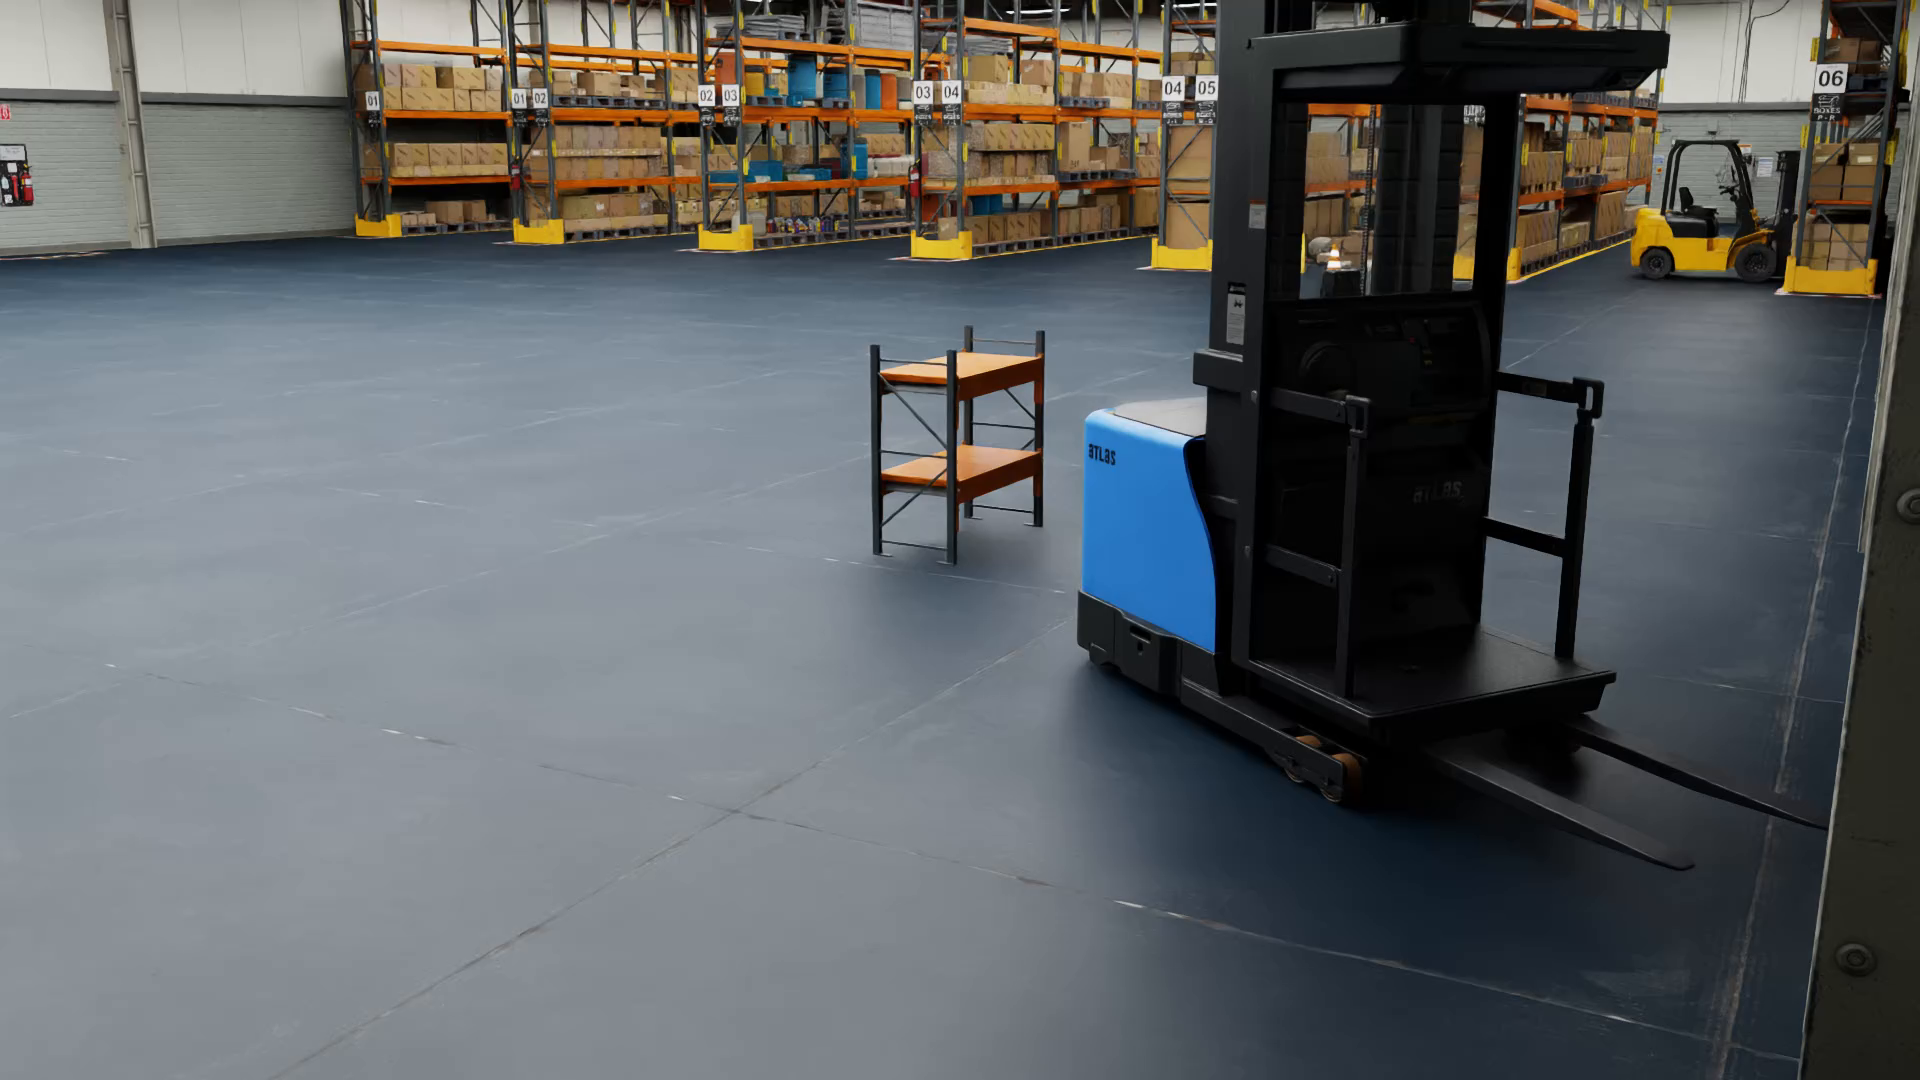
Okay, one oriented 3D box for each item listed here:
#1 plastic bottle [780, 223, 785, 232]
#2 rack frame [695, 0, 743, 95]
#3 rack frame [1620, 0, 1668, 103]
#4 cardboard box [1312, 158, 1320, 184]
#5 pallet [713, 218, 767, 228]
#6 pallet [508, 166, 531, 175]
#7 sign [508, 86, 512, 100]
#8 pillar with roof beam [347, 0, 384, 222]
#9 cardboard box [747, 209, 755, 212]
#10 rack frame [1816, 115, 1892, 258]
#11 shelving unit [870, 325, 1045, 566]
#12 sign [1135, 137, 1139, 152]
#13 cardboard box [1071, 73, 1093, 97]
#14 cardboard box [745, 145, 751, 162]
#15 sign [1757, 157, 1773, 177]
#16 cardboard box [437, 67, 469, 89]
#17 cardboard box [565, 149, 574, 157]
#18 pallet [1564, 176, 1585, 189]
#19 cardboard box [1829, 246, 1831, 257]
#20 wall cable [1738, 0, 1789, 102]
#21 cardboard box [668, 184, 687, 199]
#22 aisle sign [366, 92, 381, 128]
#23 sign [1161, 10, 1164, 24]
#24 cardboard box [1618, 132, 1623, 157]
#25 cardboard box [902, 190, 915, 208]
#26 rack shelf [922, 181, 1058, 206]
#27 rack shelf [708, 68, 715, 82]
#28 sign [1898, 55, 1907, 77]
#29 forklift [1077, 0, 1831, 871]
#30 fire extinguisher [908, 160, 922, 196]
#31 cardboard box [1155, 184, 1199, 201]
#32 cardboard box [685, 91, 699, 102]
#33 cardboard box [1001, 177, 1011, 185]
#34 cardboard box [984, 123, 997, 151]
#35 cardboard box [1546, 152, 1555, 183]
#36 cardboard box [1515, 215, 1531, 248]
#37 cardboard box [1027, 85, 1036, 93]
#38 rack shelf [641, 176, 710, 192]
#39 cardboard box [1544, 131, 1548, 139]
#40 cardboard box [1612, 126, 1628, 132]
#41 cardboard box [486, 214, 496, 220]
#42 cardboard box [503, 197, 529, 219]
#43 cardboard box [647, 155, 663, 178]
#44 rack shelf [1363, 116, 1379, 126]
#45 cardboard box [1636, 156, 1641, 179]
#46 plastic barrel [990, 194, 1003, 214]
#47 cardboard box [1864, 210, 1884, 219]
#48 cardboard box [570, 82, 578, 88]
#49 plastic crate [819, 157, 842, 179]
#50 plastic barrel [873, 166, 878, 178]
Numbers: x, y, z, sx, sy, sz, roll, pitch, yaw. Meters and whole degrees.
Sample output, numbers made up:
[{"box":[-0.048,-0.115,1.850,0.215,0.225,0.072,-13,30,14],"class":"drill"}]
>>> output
[{"box":[-3.799,-6.699,35.648,0.097,0.201,0.097,0,14,0],"class":"plastic bottle"},{"box":[-4.720,-10.229,32.457,1.000,3.000,0.127,7,15,28],"class":"rack frame"},{"box":[16.026,-11.828,39.088,1.000,3.000,0.127,7,15,28],"class":"rack frame"},{"box":[6.820,-7.321,32.983,0.500,0.500,0.500,7,15,28],"class":"cardboard box"},{"box":[-5.619,-7.996,41.944,1.003,0.211,1.213,7,15,28],"class":"pallet"},{"box":[-10.962,-9.303,41.824,1.003,0.211,1.213,7,15,28],"class":"pallet"},{"box":[-10.980,-10.905,40.559,0.100,0.325,0.005,7,15,28],"class":"sign"},{"box":[-10.043,-11.105,36.092,9.100,9.000,0.400,7,15,28],"class":"pillar with roof beam"},{"box":[-5.474,-8.142,41.570,0.500,0.250,0.500,7,15,27],"class":"cardboard box"},{"box":[14.572,-5.888,27.250,1.000,3.000,0.127,7,15,28],"class":"rack frame"},{"box":[0.003,-0.548,9.102,0.538,1.125,1.048,7,15,28],"class":"shelving unit"},{"box":[3.963,-8.857,37.267,0.100,0.325,0.005,7,15,28],"class":"sign"},{"box":[2.318,-9.563,34.979,0.797,0.503,0.637,8,16,30],"class":"cardboard box"},{"box":[-6.614,-11.452,49.689,0.980,0.700,0.700,7,15,25],"class":"cardboard box"},{"box":[21.032,-9.743,43.445,0.329,0.494,0.001,7,15,28],"class":"sign"},{"box":[-11.963,-10.903,39.263,0.500,0.500,0.500,7,15,26],"class":"cardboard box"},{"box":[-8.551,-8.349,35.862,0.380,0.149,0.250,7,15,27],"class":"cardboard box"},{"box":[10.722,-6.496,30.184,1.003,0.211,1.213,7,15,28],"class":"pallet"},{"box":[12.852,-4.414,25.043,0.500,0.250,0.500,7,15,27],"class":"cardboard box"},{"box":[21.606,-12.636,42.360,2.988,3.039,0.133,7,15,28],"class":"wall cable"},{"box":[-8.219,-9.725,46.859,0.750,0.750,0.750,8,16,30],"class":"cardboard box"},{"box":[-13.164,-9.650,37.309,0.394,0.787,0.004,7,15,28],"class":"aisle sign"},{"box":[4.943,-12.729,40.495,0.100,0.325,0.005,7,15,28],"class":"sign"},{"box":[13.590,-8.296,34.894,0.500,0.500,0.500,8,16,30],"class":"cardboard box"},{"box":[-1.367,-10.016,48.770,0.500,0.500,0.500,7,15,28],"class":"cardboard box"},{"box":[0.583,-6.812,32.619,1.077,0.370,4.000,7,15,28],"class":"rack shelf"},{"box":[-6.624,-13.680,49.158,1.077,0.370,4.000,7,15,28],"class":"rack shelf"},{"box":[15.058,-7.573,26.569,0.100,0.325,0.005,7,15,28],"class":"sign"},{"box":[1.602,-0.661,5.717,1.130,2.935,3.031,-7,15,-25],"class":"forklift"},{"box":[-0.843,-6.742,30.961,0.296,0.674,0.183,7,15,28],"class":"fire extinguisher"},{"box":[5.125,-8.251,40.690,1.225,0.875,0.875,7,15,28],"class":"cardboard box"},{"box":[-6.551,-10.523,39.500,0.500,0.250,0.500,6,15,23],"class":"cardboard box"},{"box":[0.772,-6.957,32.223,0.380,0.149,0.250,7,15,28],"class":"cardboard box"},{"box":[0.368,-7.614,31.431,0.500,0.500,0.500,7,15,28],"class":"cardboard box"},{"box":[9.738,-6.310,28.153,0.500,0.500,0.500,8,16,30],"class":"cardboard box"},{"box":[8.934,-5.000,26.937,0.500,0.500,0.500,7,15,26],"class":"cardboard box"},{"box":[1.280,-8.886,32.758,0.380,0.149,0.250,7,15,26],"class":"cardboard box"},{"box":[-6.154,-8.756,40.681,1.077,0.370,4.000,7,15,28],"class":"rack shelf"},{"box":[10.572,-7.425,30.499,0.380,0.149,0.250,7,15,26],"class":"cardboard box"},{"box":[14.472,-8.976,36.329,0.380,0.149,0.250,7,15,27],"class":"cardboard box"},{"box":[-11.691,-7.979,41.031,0.380,0.166,0.250,5,15,21],"class":"cardboard box"},{"box":[-11.117,-8.407,42.096,0.700,0.500,0.500,8,16,30],"class":"cardboard box"},{"box":[-7.329,-8.652,38.503,0.700,0.500,0.500,7,15,27],"class":"cardboard box"},{"box":[10.677,-10.149,40.062,1.077,0.370,4.000,7,15,28],"class":"rack shelf"},{"box":[15.041,-8.410,37.498,0.500,0.500,0.500,7,15,28],"class":"cardboard box"},{"box":[0.803,-8.849,43.114,0.600,0.901,0.708,7,15,28],"class":"plastic barrel"},{"box":[17.182,-6.136,31.332,0.380,0.149,0.250,8,16,30],"class":"cardboard box"},{"box":[-8.459,-9.942,36.661,0.500,0.311,0.500,10,17,35],"class":"cardboard box"},{"box":[-2.820,-8.298,37.112,0.402,0.464,0.583,7,15,28],"class":"plastic crate"},{"box":[-2.012,-8.320,37.635,0.301,0.262,0.301,0,14,0],"class":"plastic barrel"}]
